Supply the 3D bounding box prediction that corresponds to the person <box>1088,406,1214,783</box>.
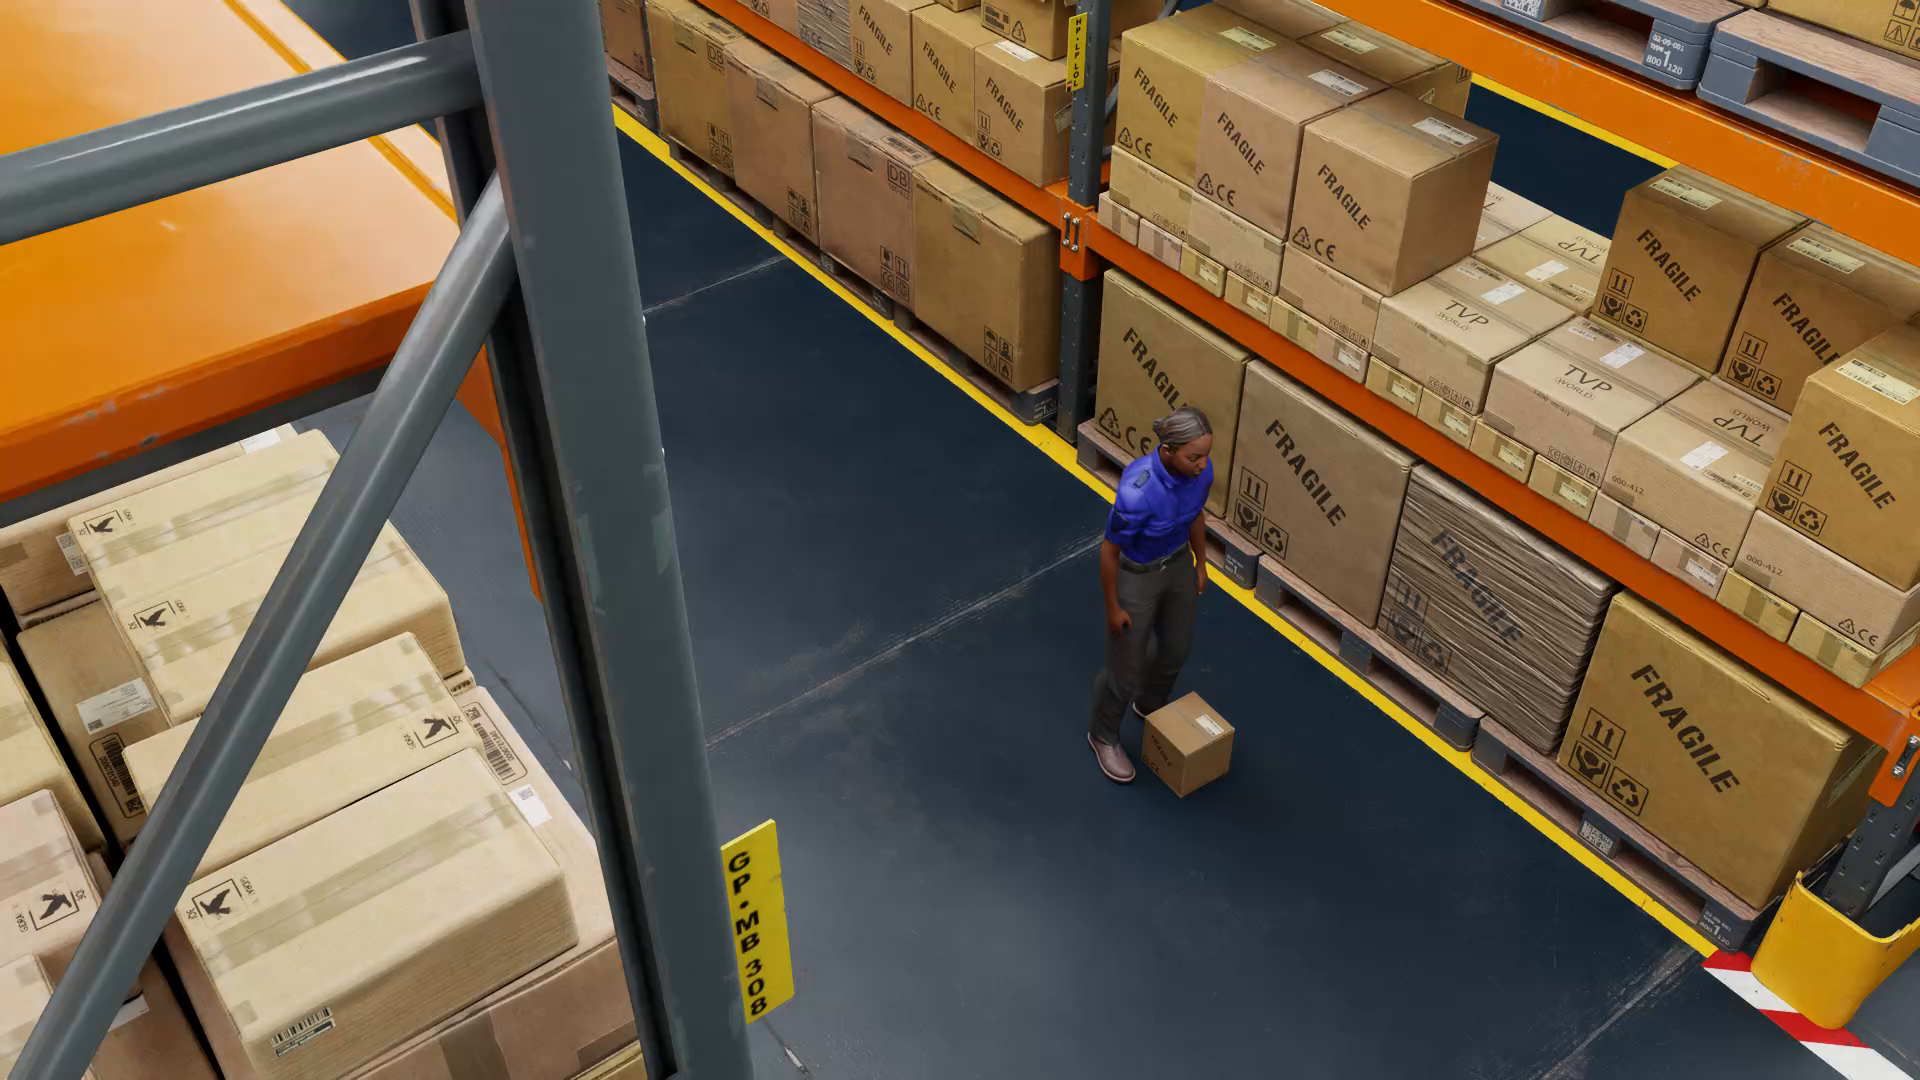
[{"bbox_3d":[0.726,0.165,6.228,0.506,1.655,0.351,-26,47,-27],"label":"person"}]
